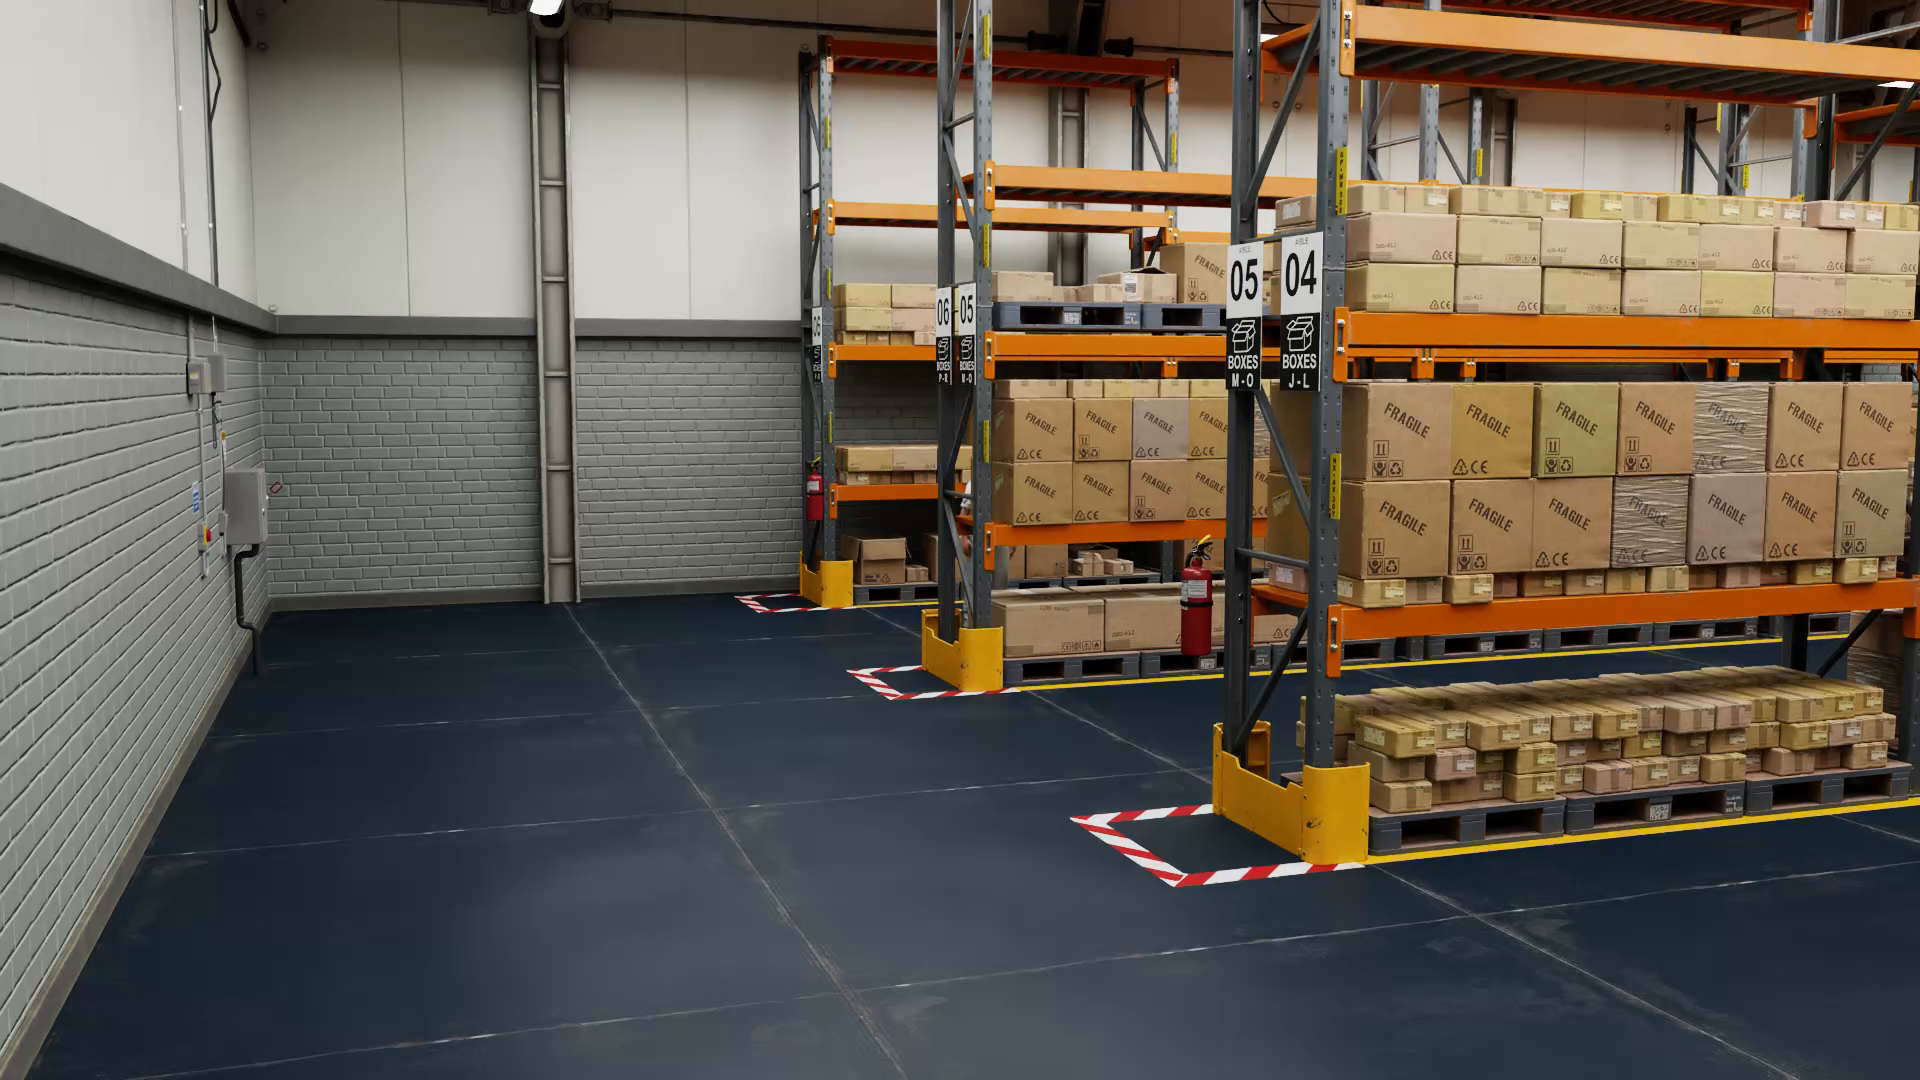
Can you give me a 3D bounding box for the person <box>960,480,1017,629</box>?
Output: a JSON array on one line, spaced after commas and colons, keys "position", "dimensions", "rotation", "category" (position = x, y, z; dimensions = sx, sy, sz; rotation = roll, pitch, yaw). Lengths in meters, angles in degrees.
[{"position": [0.282, -0.002, 16.310], "dimensions": [0.605, 1.747, 0.479], "rotation": [-2, 6, -22], "category": "person"}]
